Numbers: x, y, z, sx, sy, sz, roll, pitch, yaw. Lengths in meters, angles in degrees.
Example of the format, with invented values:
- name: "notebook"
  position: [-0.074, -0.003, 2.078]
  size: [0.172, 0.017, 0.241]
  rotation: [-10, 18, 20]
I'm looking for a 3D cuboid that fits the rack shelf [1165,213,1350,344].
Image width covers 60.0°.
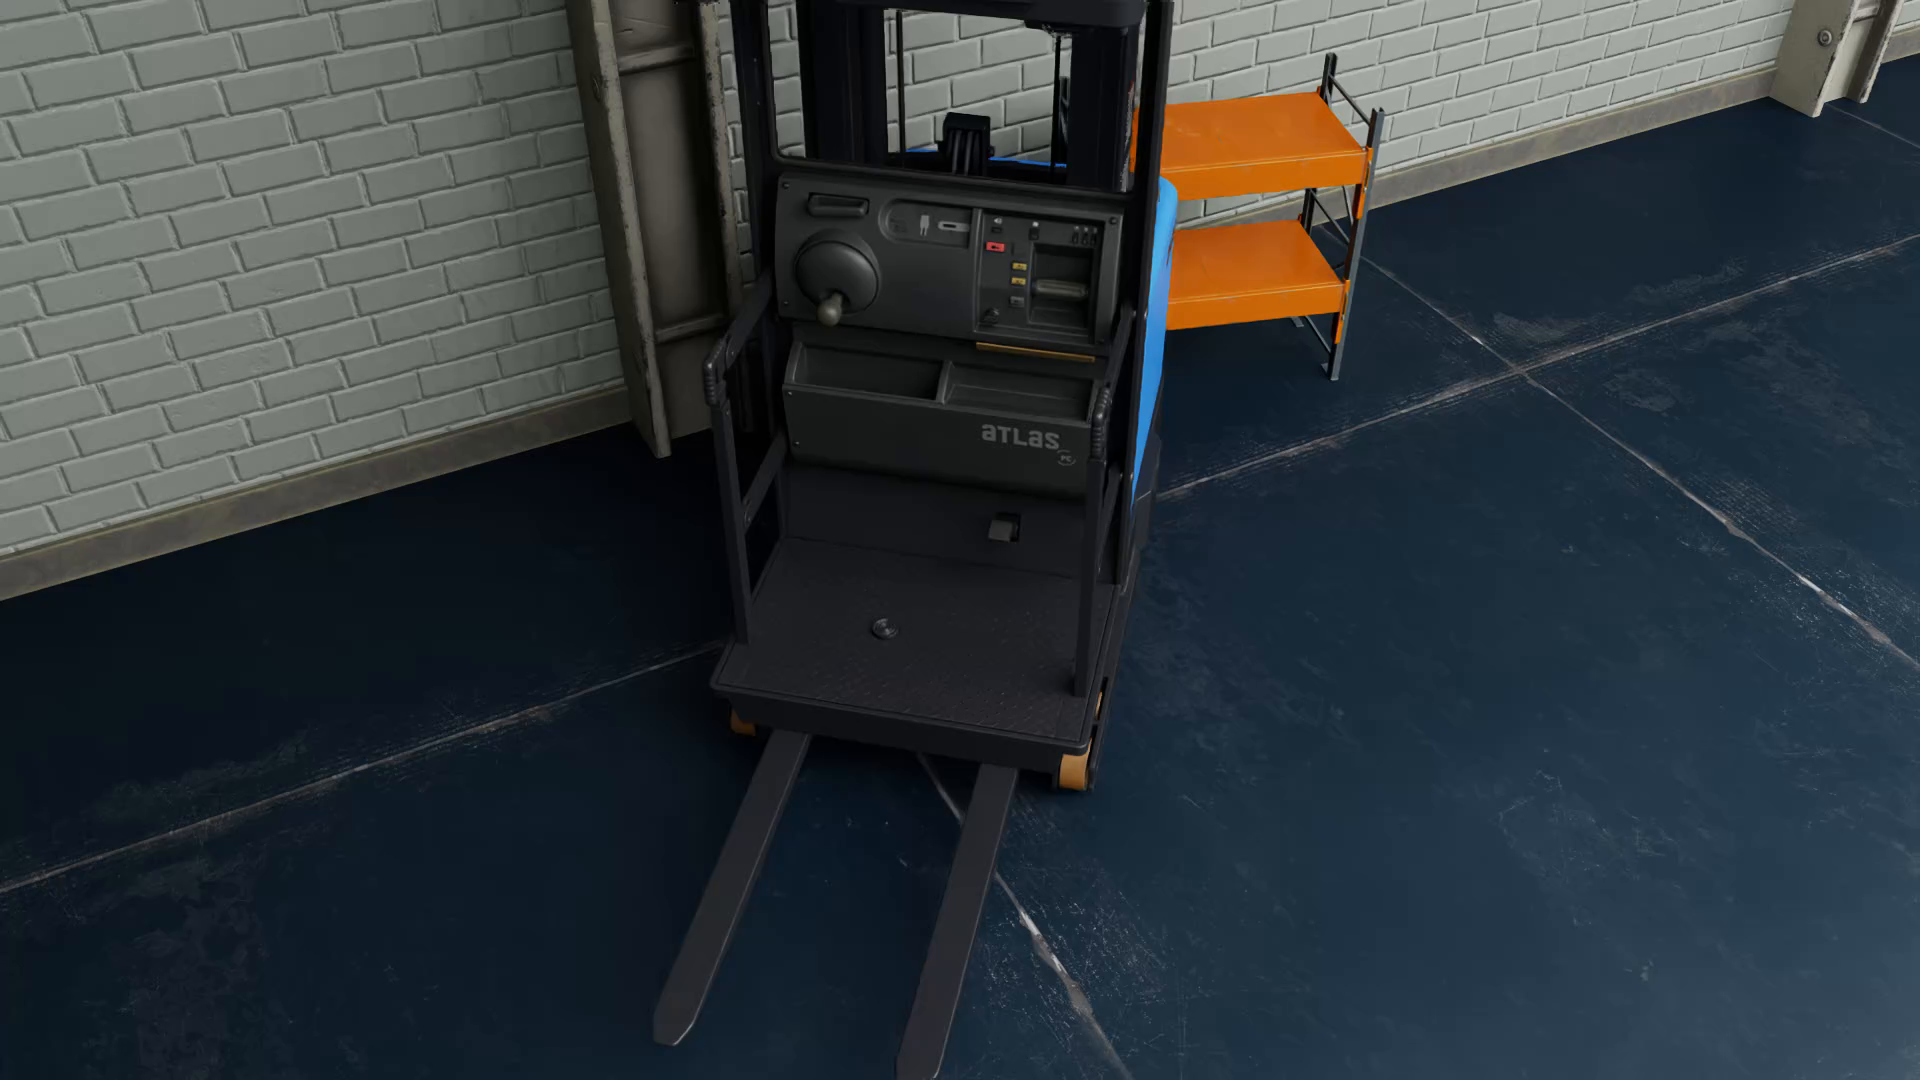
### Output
- name: "rack shelf"
  position: [0.912, -0.960, 6.392]
  size: [1.000, 0.278, 0.538]
  rotation: [-7, 41, -8]

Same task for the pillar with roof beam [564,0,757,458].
- name: "pillar with roof beam"
  position: [0.982, -1.413, 0.454]
  size: [0.400, 9.000, 9.100]
  rotation: [-19, 44, -21]

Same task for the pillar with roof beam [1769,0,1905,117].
- name: "pillar with roof beam"
  position: [6.304, -3.203, 2.569]
  size: [0.400, 9.000, 9.100]
  rotation: [-19, 44, -21]

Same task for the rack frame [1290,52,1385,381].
- name: "rack frame"
  position: [1.412, -1.210, 6.308]
  size: [0.032, 1.125, 0.500]
  rotation: [-7, 41, -8]

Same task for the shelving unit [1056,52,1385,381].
- name: "shelving unit"
  position: [0.912, -1.147, 6.234]
  size: [1.048, 1.125, 0.538]
  rotation: [-7, 41, -8]

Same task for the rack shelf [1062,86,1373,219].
- name: "rack shelf"
  position: [0.912, -1.370, 6.045]
  size: [1.000, 0.278, 0.538]
  rotation: [-7, 41, -8]

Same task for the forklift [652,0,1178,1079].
- name: "forklift"
  position: [-0.084, -0.654, 4.254]
  size: [1.130, 2.935, 3.031]
  rotation: [8, 41, 10]

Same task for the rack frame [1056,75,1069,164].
- name: "rack frame"
  position: [0.413, -1.085, 6.161]
  size: [0.032, 1.125, 0.500]
  rotation: [-7, 41, -8]
